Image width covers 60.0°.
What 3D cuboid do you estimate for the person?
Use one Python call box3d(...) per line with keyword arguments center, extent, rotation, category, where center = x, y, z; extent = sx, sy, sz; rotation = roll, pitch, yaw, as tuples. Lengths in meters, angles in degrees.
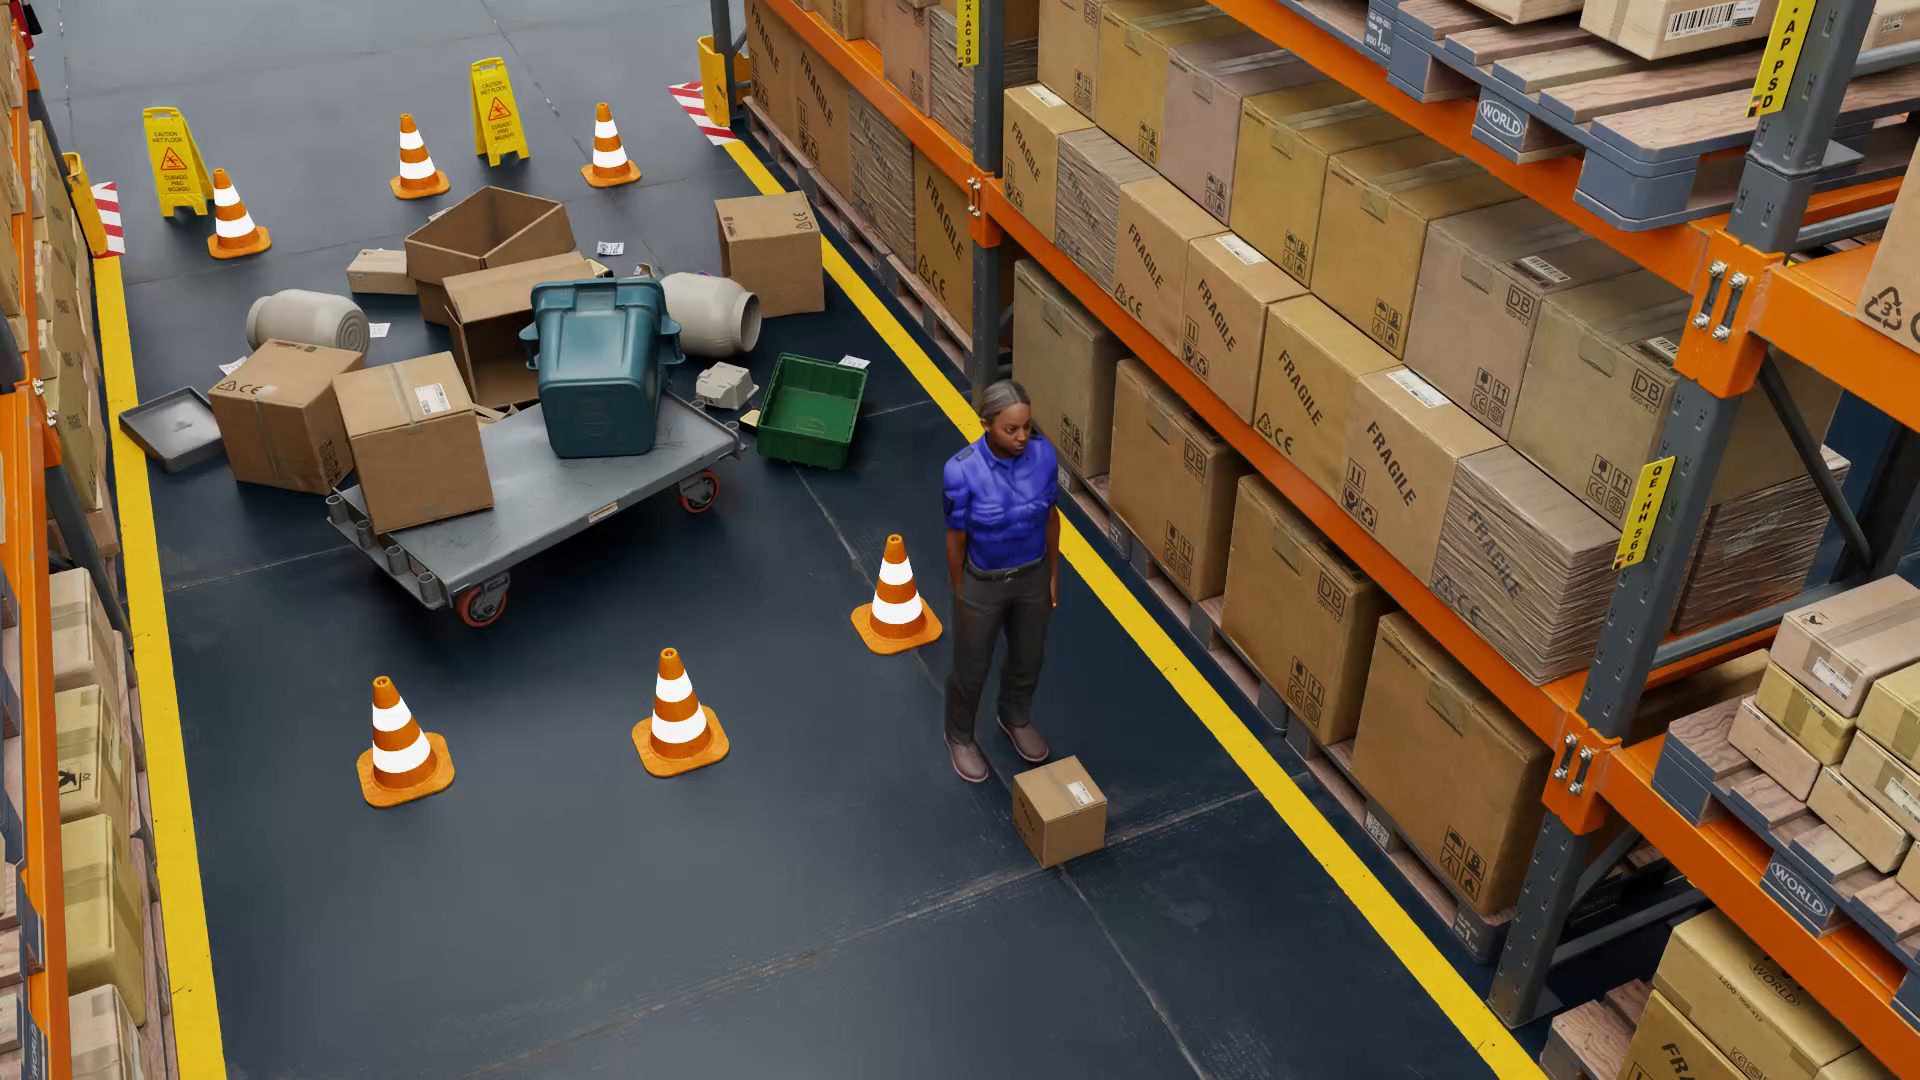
box3d(center=(0.157, 0.151, 5.963), extent=(0.436, 1.660, 0.301), rotation=(-15, 40, -19), category="person")
